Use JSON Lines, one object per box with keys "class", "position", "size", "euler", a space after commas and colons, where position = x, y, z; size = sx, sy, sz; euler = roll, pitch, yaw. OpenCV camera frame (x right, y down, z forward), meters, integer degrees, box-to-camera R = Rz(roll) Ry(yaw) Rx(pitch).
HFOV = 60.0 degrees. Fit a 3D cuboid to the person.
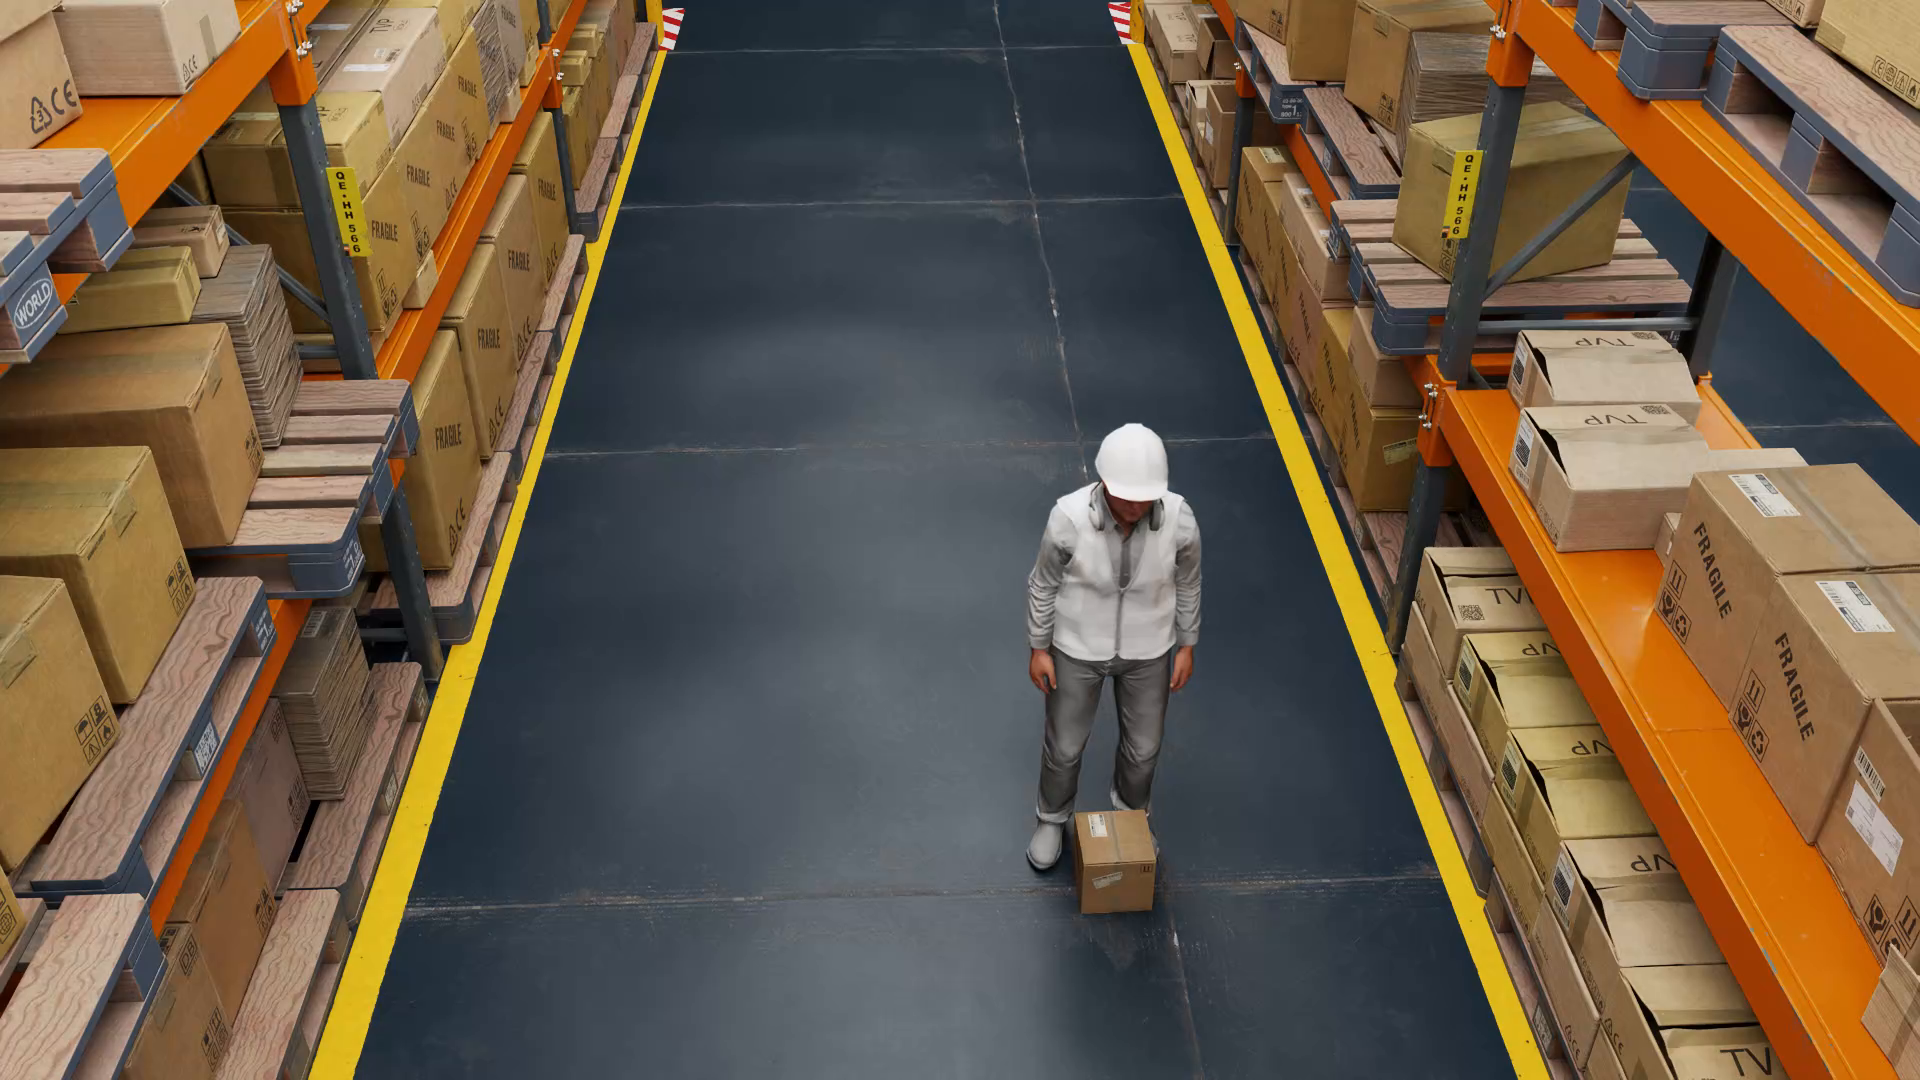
{"class": "person", "position": [0.513, 0.357, 5.611], "size": [0.580, 1.772, 0.460], "euler": [-1, 35, -2]}
